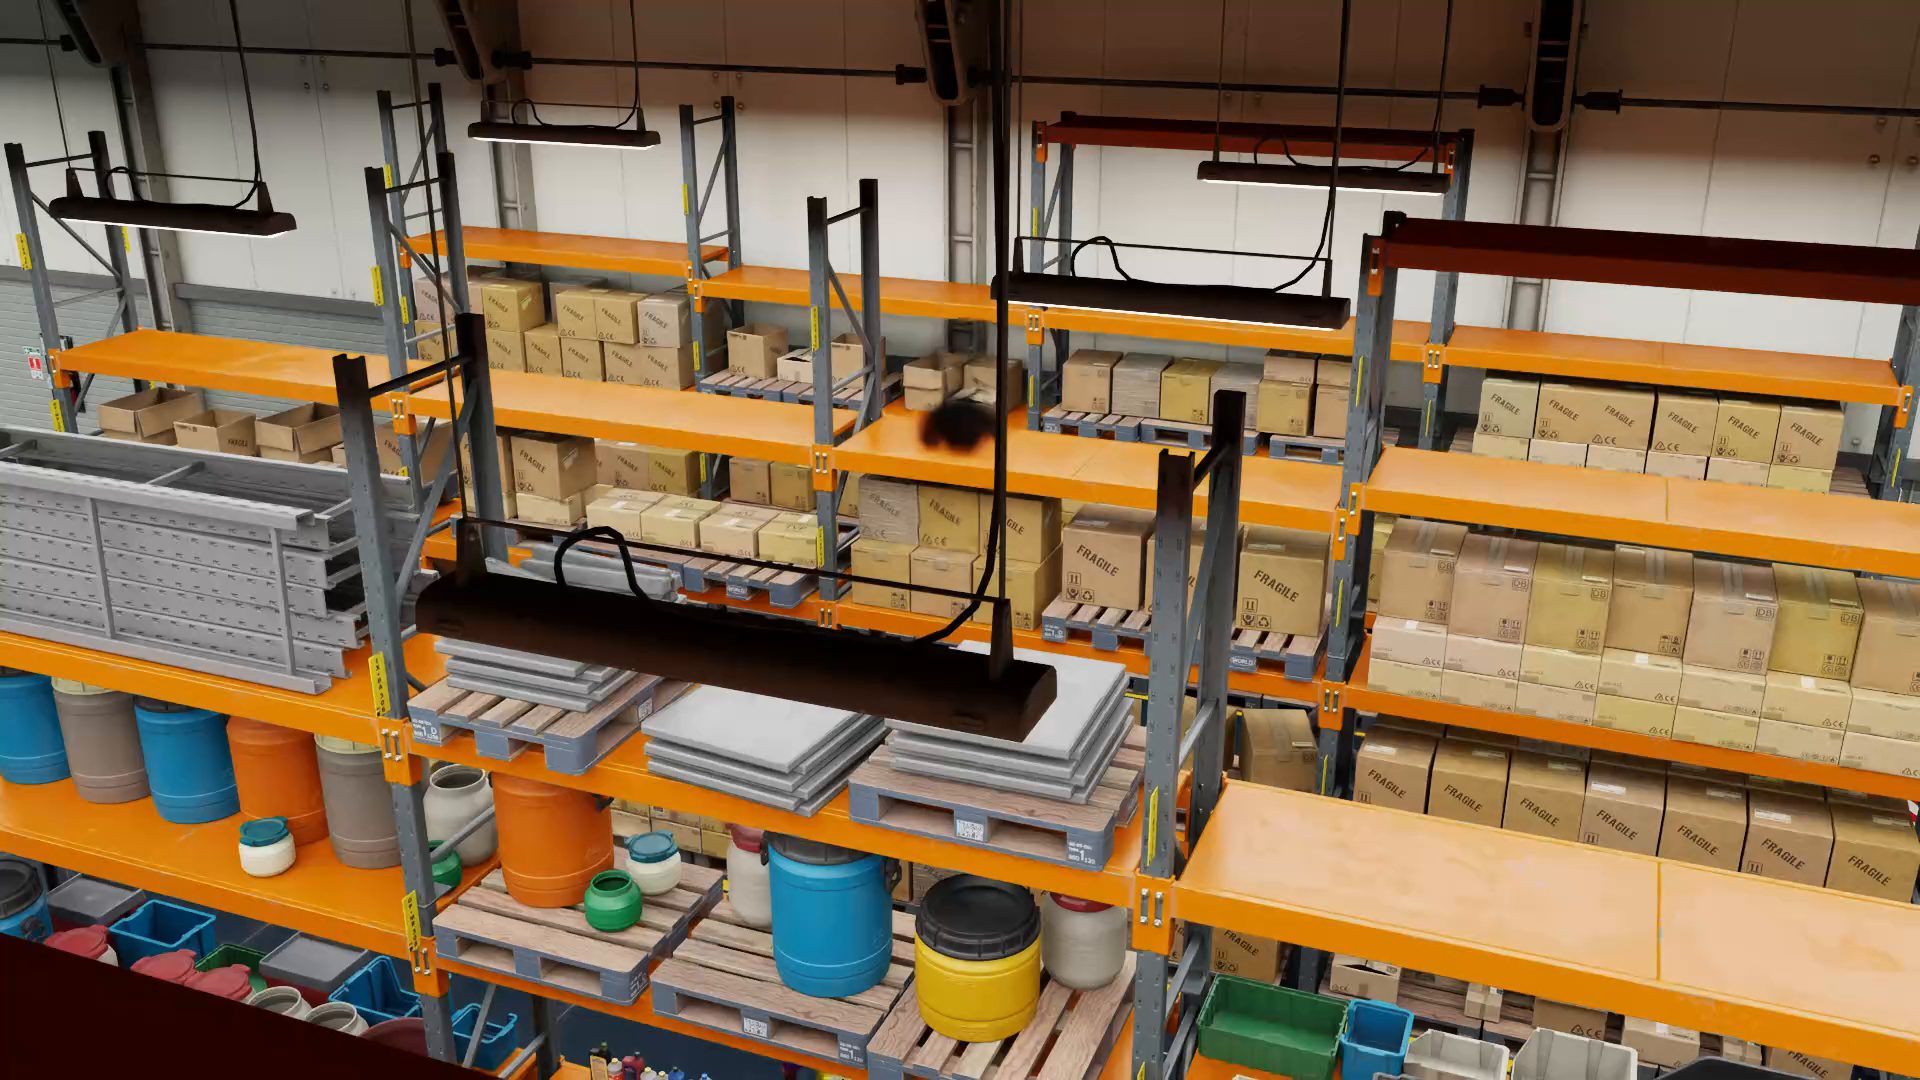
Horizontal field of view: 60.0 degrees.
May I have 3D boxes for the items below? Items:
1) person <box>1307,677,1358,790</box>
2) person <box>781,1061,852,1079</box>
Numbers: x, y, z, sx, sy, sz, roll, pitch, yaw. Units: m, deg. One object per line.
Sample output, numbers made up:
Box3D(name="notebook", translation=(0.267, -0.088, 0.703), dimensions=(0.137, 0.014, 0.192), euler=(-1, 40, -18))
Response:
Box3D(name="person", translation=(3.574, 1.638, 15.836), dimensions=(0.802, 1.670, 0.487), euler=(4, 21, 10))
Box3D(name="person", translation=(-0.778, 3.539, 10.907), dimensions=(0.745, 1.523, 0.982), euler=(-17, 27, -38))
